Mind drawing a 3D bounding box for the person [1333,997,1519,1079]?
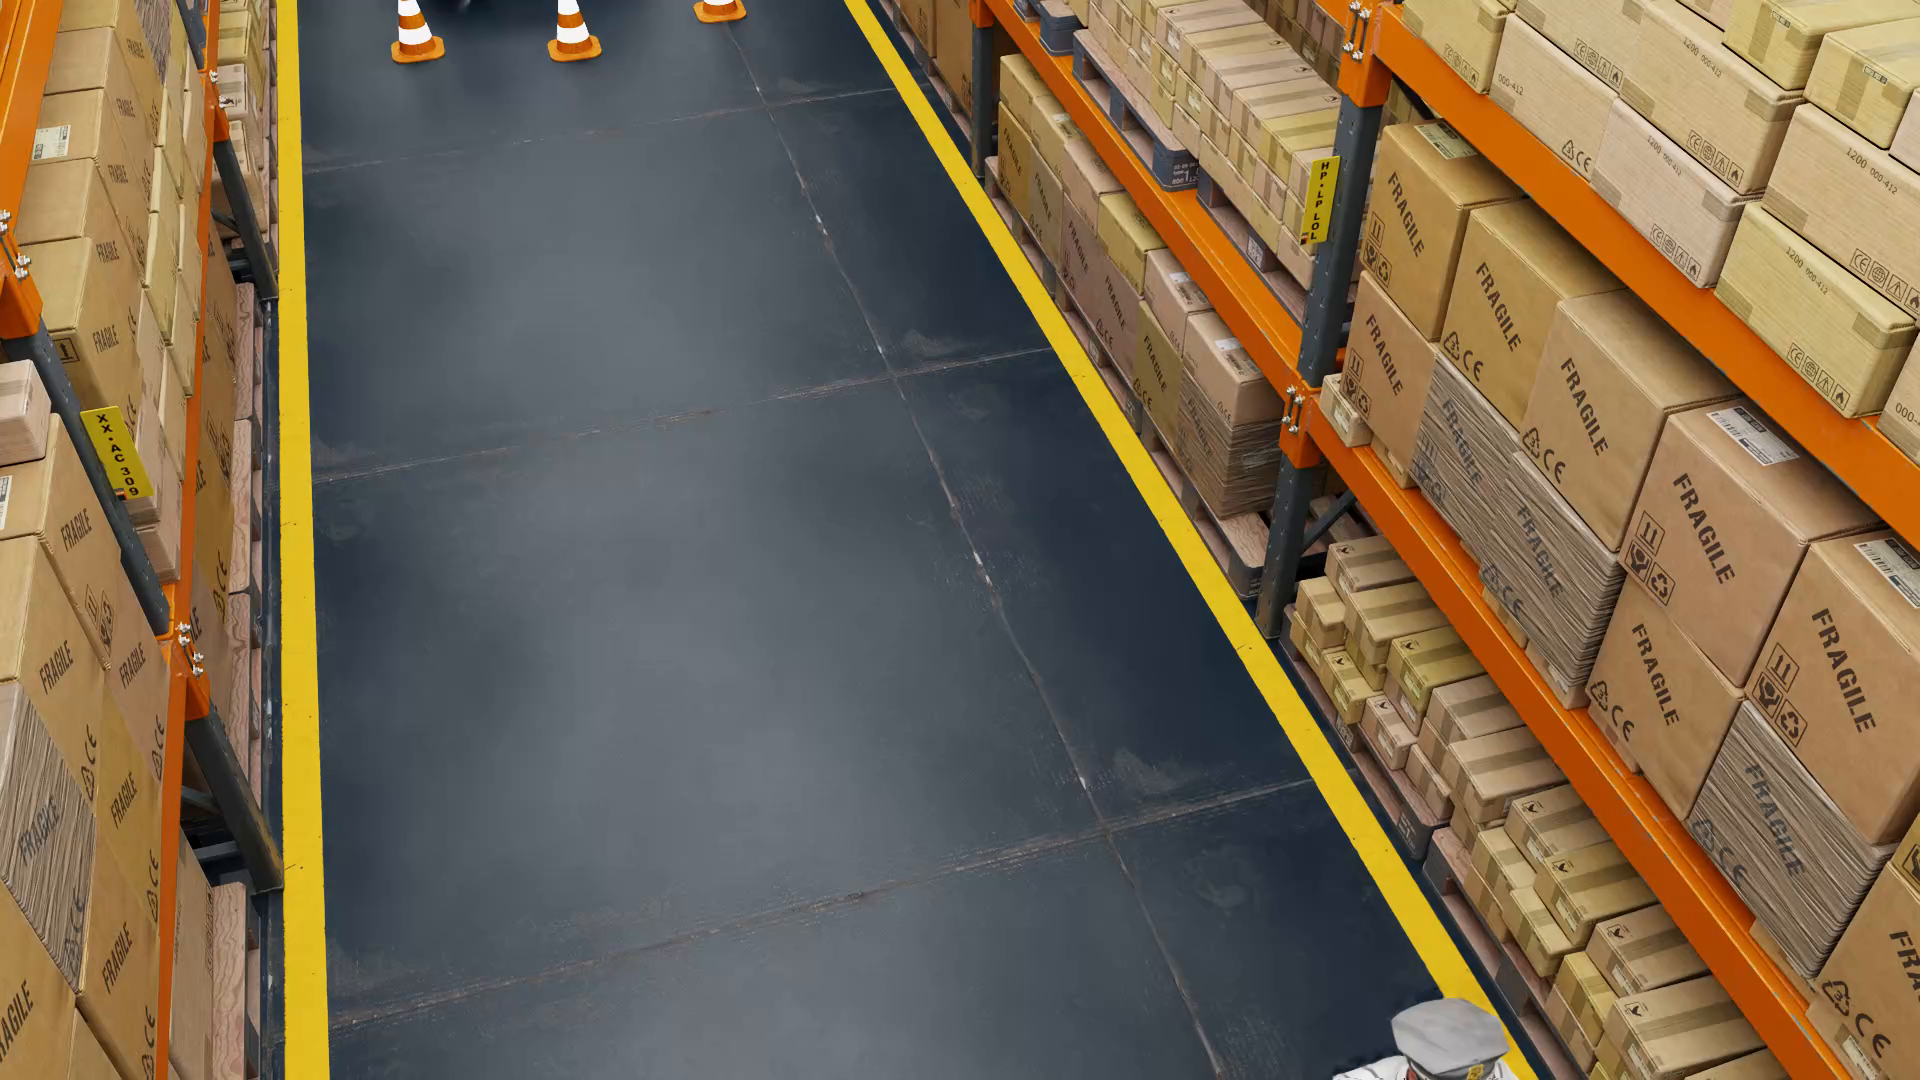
[{"bbox_3d":[1.111,1.760,4.173,0.602,1.725,0.993,-10,43,-11],"label":"person"}]
